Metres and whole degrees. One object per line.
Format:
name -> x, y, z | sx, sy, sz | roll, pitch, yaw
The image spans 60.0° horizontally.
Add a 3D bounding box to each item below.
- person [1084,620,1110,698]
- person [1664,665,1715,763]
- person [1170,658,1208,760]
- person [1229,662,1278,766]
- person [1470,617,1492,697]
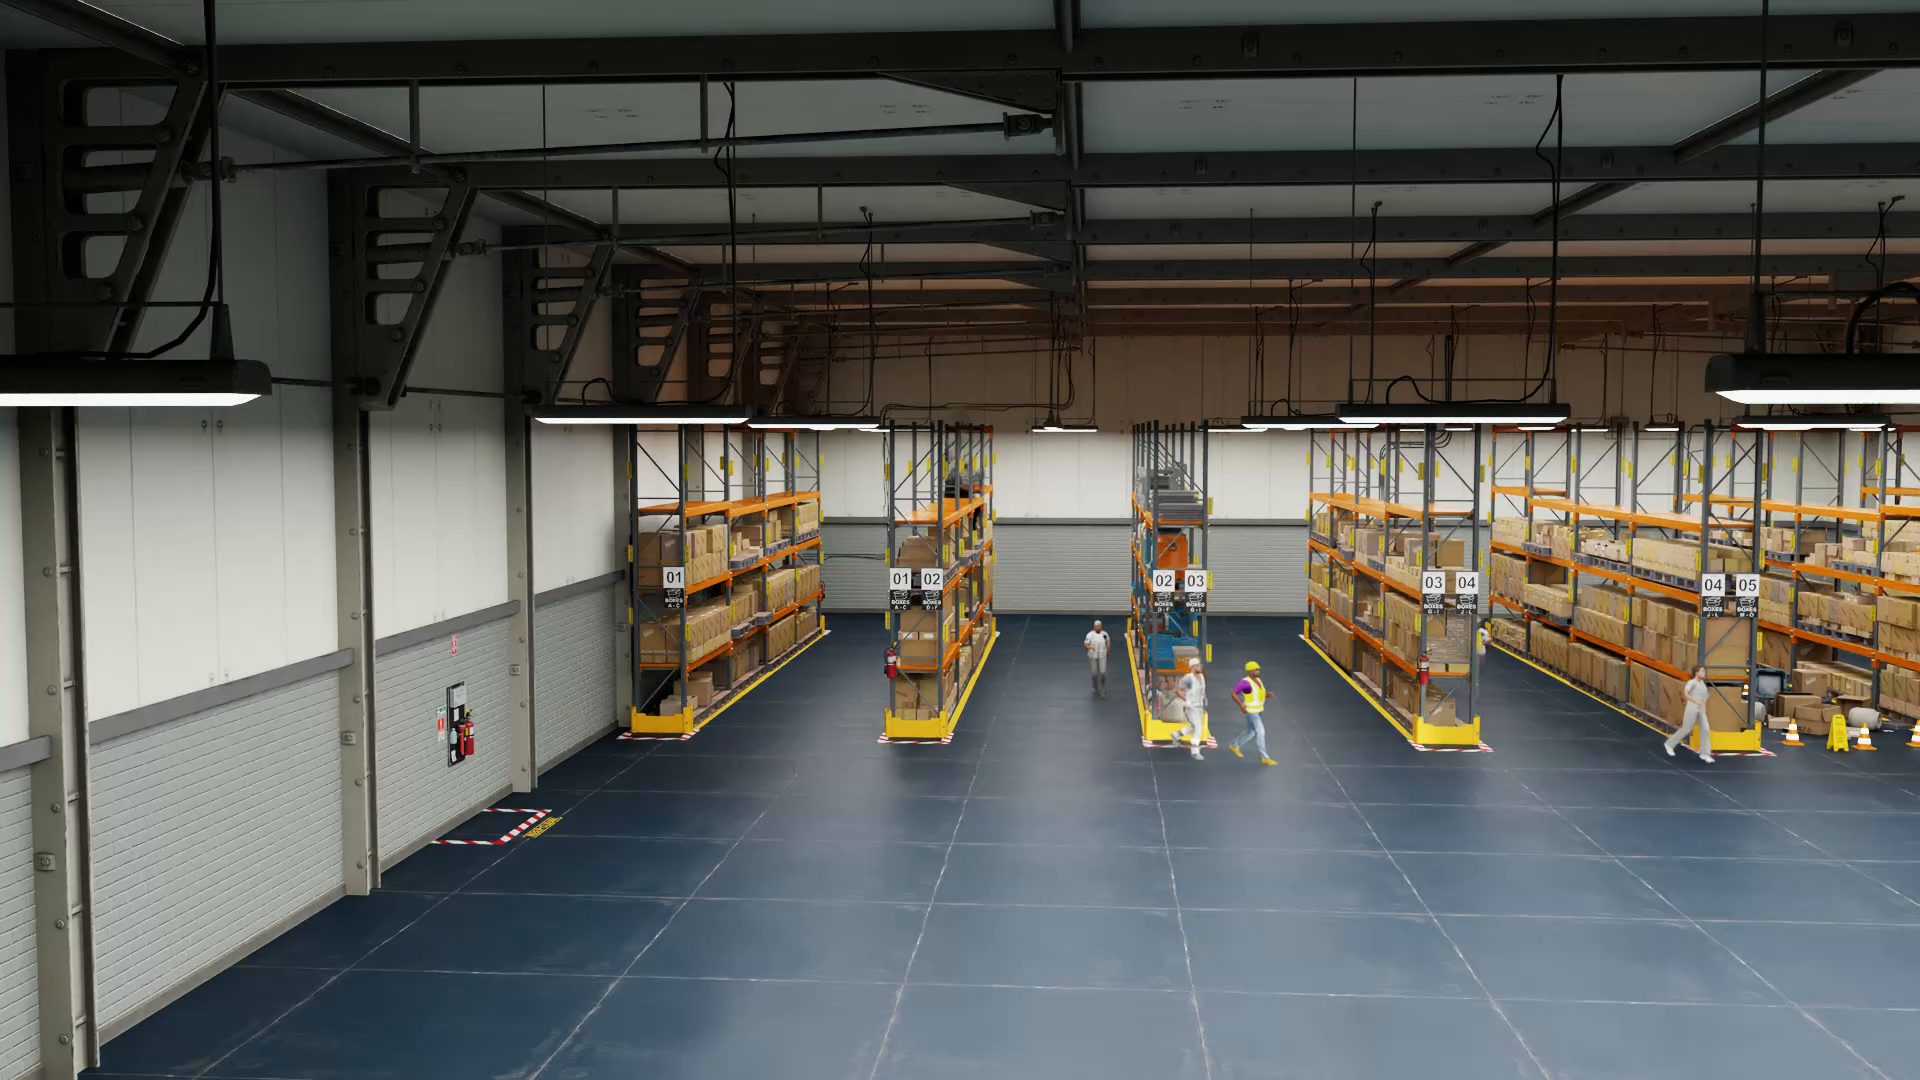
person -> 3.009, 2.611, 36.397 | 0.592, 1.718, 0.725 | 0, 4, 2
person -> 12.989, 3.032, 29.315 | 0.641, 1.643, 0.944 | -2, 4, -30
person -> 4.084, 2.970, 29.587 | 0.778, 1.785, 0.667 | 3, 5, 44
person -> 5.091, 2.984, 28.860 | 0.988, 1.752, 0.701 | 2, 4, 34
person -> 11.450, 2.552, 36.760 | 0.560, 1.734, 0.859 | 0, 4, 3
